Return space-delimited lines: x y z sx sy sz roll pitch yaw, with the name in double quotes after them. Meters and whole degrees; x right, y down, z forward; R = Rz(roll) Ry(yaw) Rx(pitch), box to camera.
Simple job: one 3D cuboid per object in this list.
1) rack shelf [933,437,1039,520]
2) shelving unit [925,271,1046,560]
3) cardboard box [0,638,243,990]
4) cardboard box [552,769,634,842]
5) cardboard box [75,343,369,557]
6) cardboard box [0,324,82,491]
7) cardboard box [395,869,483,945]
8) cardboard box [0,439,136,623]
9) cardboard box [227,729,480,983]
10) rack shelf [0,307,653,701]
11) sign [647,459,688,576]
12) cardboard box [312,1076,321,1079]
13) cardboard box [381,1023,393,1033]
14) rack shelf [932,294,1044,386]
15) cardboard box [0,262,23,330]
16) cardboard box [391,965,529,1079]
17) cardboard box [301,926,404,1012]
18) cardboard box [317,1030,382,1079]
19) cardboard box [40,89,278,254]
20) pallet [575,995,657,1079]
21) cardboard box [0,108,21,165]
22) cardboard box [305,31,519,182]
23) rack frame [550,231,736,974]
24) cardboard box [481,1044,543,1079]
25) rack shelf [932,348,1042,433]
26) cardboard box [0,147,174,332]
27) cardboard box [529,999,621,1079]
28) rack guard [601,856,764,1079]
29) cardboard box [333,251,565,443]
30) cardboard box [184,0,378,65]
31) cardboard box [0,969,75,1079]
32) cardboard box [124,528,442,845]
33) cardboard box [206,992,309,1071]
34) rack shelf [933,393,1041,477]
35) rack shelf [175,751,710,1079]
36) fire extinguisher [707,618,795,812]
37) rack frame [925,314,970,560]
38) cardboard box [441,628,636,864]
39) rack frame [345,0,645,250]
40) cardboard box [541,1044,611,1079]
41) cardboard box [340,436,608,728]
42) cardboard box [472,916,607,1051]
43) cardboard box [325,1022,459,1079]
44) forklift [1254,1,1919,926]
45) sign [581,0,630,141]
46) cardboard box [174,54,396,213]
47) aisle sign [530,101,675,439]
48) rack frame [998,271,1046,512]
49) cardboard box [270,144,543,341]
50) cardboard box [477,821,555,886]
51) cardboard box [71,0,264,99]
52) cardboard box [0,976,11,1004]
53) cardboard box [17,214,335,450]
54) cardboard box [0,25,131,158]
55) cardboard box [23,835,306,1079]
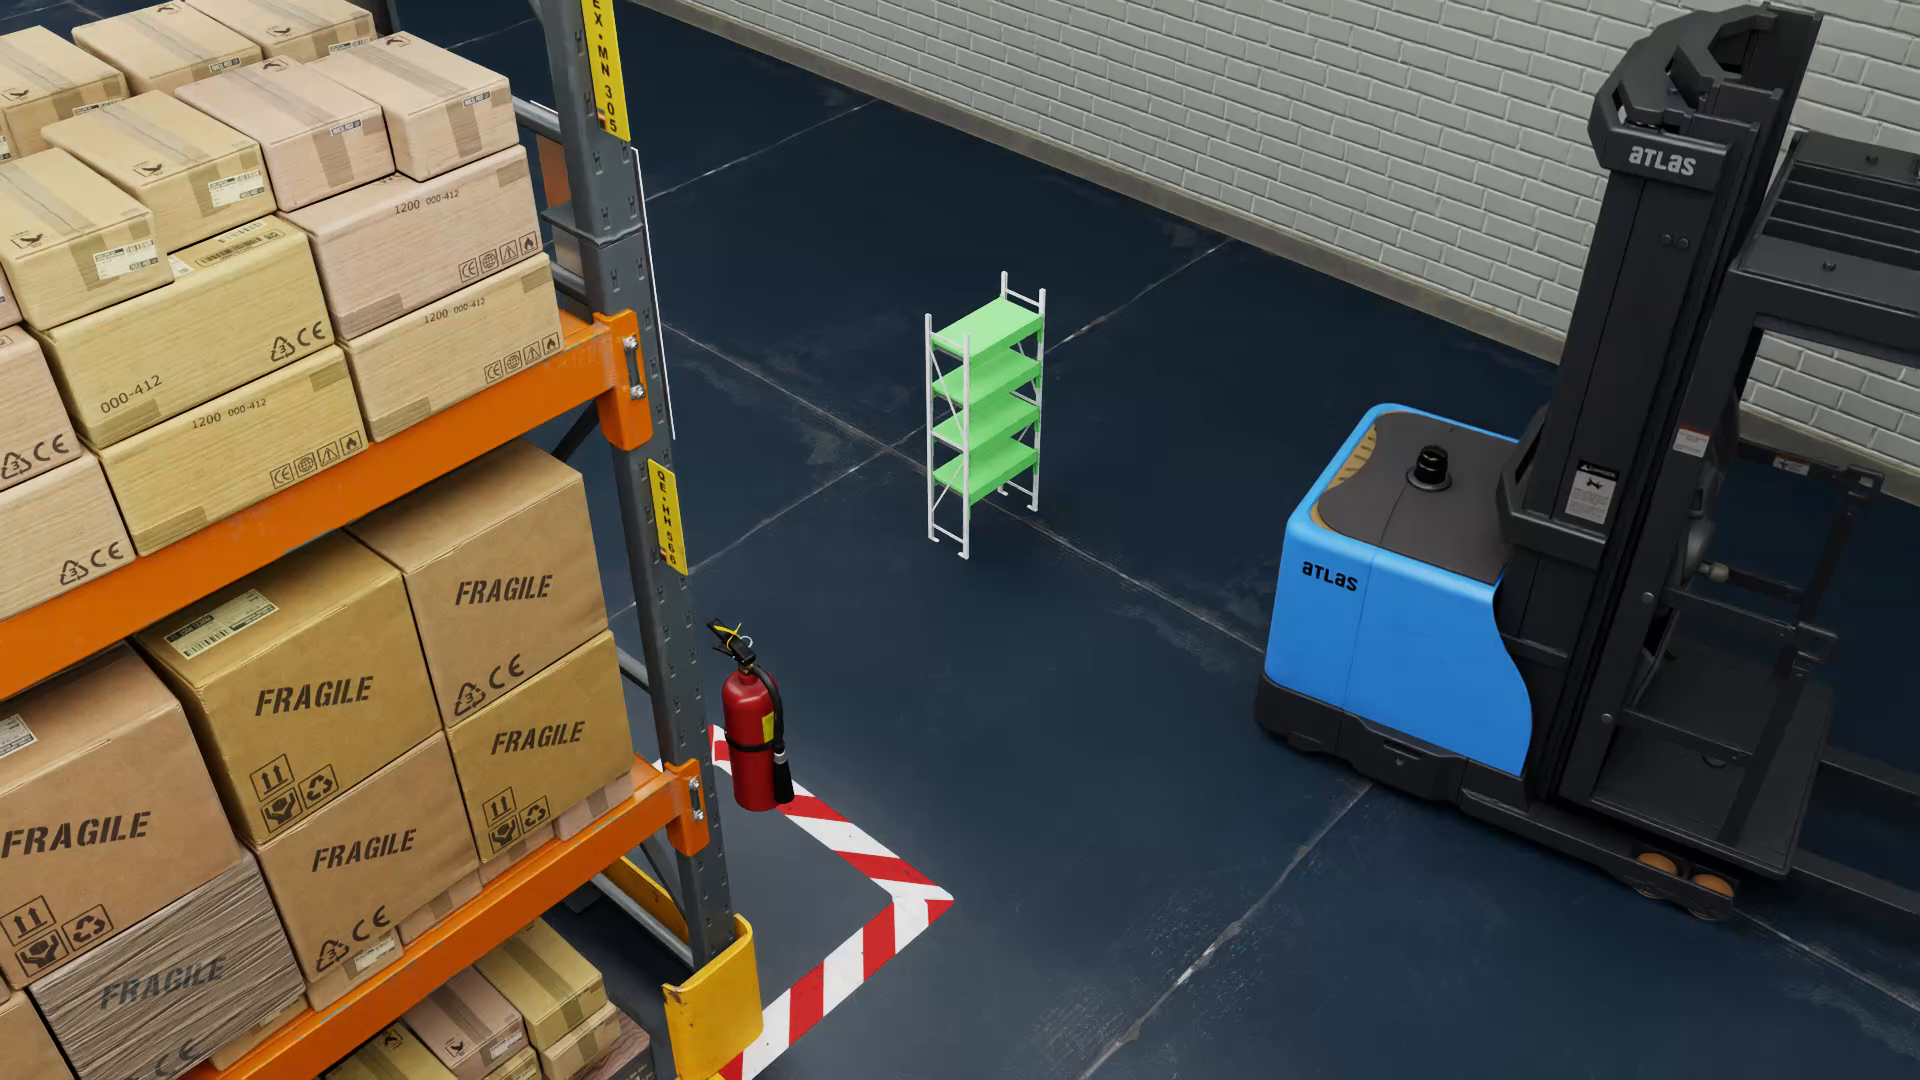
0.112 -0.308 7.661 0.258 0.148 0.480 30 47 32 "rack shelf"
0.112 -0.546 7.472 0.258 1.200 0.503 30 47 32 "shelving unit"
-1.949 0.523 3.559 0.500 0.500 0.500 -32 48 -33 "cardboard box"
-1.149 0.647 4.729 0.380 0.149 0.250 30 47 32 "cardboard box"
-1.588 -0.278 3.400 0.500 0.250 0.500 30 47 32 "cardboard box"
-1.952 -0.243 2.954 0.500 0.250 0.500 30 48 32 "cardboard box"
-1.503 0.867 4.452 0.380 0.149 0.250 29 47 31 "cardboard box"
-1.933 -0.056 3.120 0.500 0.250 0.500 32 48 34 "cardboard box"
-1.602 0.673 4.174 0.500 0.500 0.500 29 47 31 "cardboard box"
-2.487 0.306 3.123 1.077 0.370 4.000 30 47 32 "rack shelf"
-0.742 -0.055 4.225 0.100 0.325 0.005 30 47 32 "sign"
-1.822 1.704 4.672 0.380 0.149 0.250 28 46 30 "cardboard box"
-1.844 1.492 5.416 0.380 0.149 0.250 29 47 32 "cardboard box"
0.112 -0.871 7.213 0.258 0.148 0.480 30 47 32 "rack shelf"
-1.870 -0.463 2.910 0.380 0.149 0.250 29 47 31 "cardboard box"
-1.520 1.439 5.005 0.380 0.149 0.250 31 48 33 "cardboard box"
-1.658 0.994 4.292 0.380 0.149 0.250 31 48 33 "cardboard box"
-2.007 1.500 5.168 0.380 0.149 0.250 30 47 32 "cardboard box"
-1.556 -0.721 3.235 0.380 0.149 0.250 28 46 31 "cardboard box"
-1.763 1.765 5.361 1.003 0.211 1.213 30 47 32 "pallet"
-2.111 -0.819 3.358 0.380 0.149 0.250 30 48 32 "cardboard box"
-1.145 -0.911 3.474 0.380 0.149 0.250 29 47 32 "cardboard box"
-1.138 0.280 4.988 1.000 3.000 0.127 30 47 32 "rack frame"
-1.499 1.575 5.074 0.380 0.149 0.250 28 47 31 "cardboard box"
0.112 -0.684 7.363 0.258 0.148 0.480 30 47 32 "rack shelf"
-1.655 -0.554 3.025 0.380 0.149 0.250 30 48 32 "cardboard box"
-1.283 1.477 5.196 0.380 0.149 0.250 28 46 31 "cardboard box"
-1.189 1.293 5.722 1.175 0.500 0.348 30 47 32 "rack guard"
-1.249 -0.515 3.699 0.500 0.250 0.500 29 47 31 "cardboard box"
-1.525 -1.134 3.754 0.380 0.149 0.250 29 47 32 "cardboard box"
-2.281 1.135 3.593 0.500 0.500 0.500 -32 48 -33 "cardboard box"
-1.605 0.280 3.865 0.500 0.500 0.500 28 46 31 "cardboard box"
-1.857 1.102 4.155 0.380 0.149 0.250 27 46 30 "cardboard box"
0.112 -0.496 7.512 0.258 0.148 0.480 30 47 32 "rack shelf"
-2.487 1.480 4.056 1.077 0.370 4.000 30 47 32 "rack shelf"
-0.627 0.534 5.030 0.296 0.674 0.183 30 47 32 "fire extinguisher"
-0.053 -0.434 7.331 0.240 1.200 0.015 30 47 32 "rack frame"
-1.251 0.439 4.469 0.500 0.500 0.500 31 48 33 "cardboard box"
-1.138 -2.068 3.121 1.000 3.000 0.127 30 47 32 "rack frame"
-1.339 1.561 5.330 0.380 0.149 0.250 30 48 33 "cardboard box"
-1.263 0.048 4.157 0.500 0.500 0.500 29 47 31 "cardboard box"
-1.308 1.348 5.120 0.380 0.149 0.250 30 47 32 "cardboard box"
-1.601 1.612 4.788 0.380 0.149 0.250 29 47 31 "cardboard box"
2.721 -0.153 5.587 3.031 2.935 1.130 21 43 24 "forklift"
-0.742 -0.998 3.474 0.100 0.325 0.005 30 47 32 "sign"
-1.368 -0.830 3.372 0.380 0.149 0.250 30 48 32 "cardboard box"
-0.867 -0.645 4.063 0.394 0.787 0.004 30 47 32 "aisle sign"
0.276 -0.658 7.613 0.240 1.200 0.015 30 47 32 "rack frame"
-1.261 -0.713 3.545 0.500 0.250 0.500 28 46 31 "cardboard box"
-1.345 0.745 4.605 0.380 0.149 0.250 30 47 32 "cardboard box"
-1.710 -1.024 3.617 0.380 0.149 0.250 32 48 33 "cardboard box"
-2.303 0.767 3.252 0.500 0.500 0.500 28 46 31 "cardboard box"
-1.605 -0.477 3.249 0.500 0.250 0.500 28 46 31 "cardboard box"
-1.947 -0.930 3.498 0.380 0.149 0.250 30 47 32 "cardboard box"
-1.937 0.910 3.876 0.500 0.500 0.500 30 47 32 "cardboard box"
